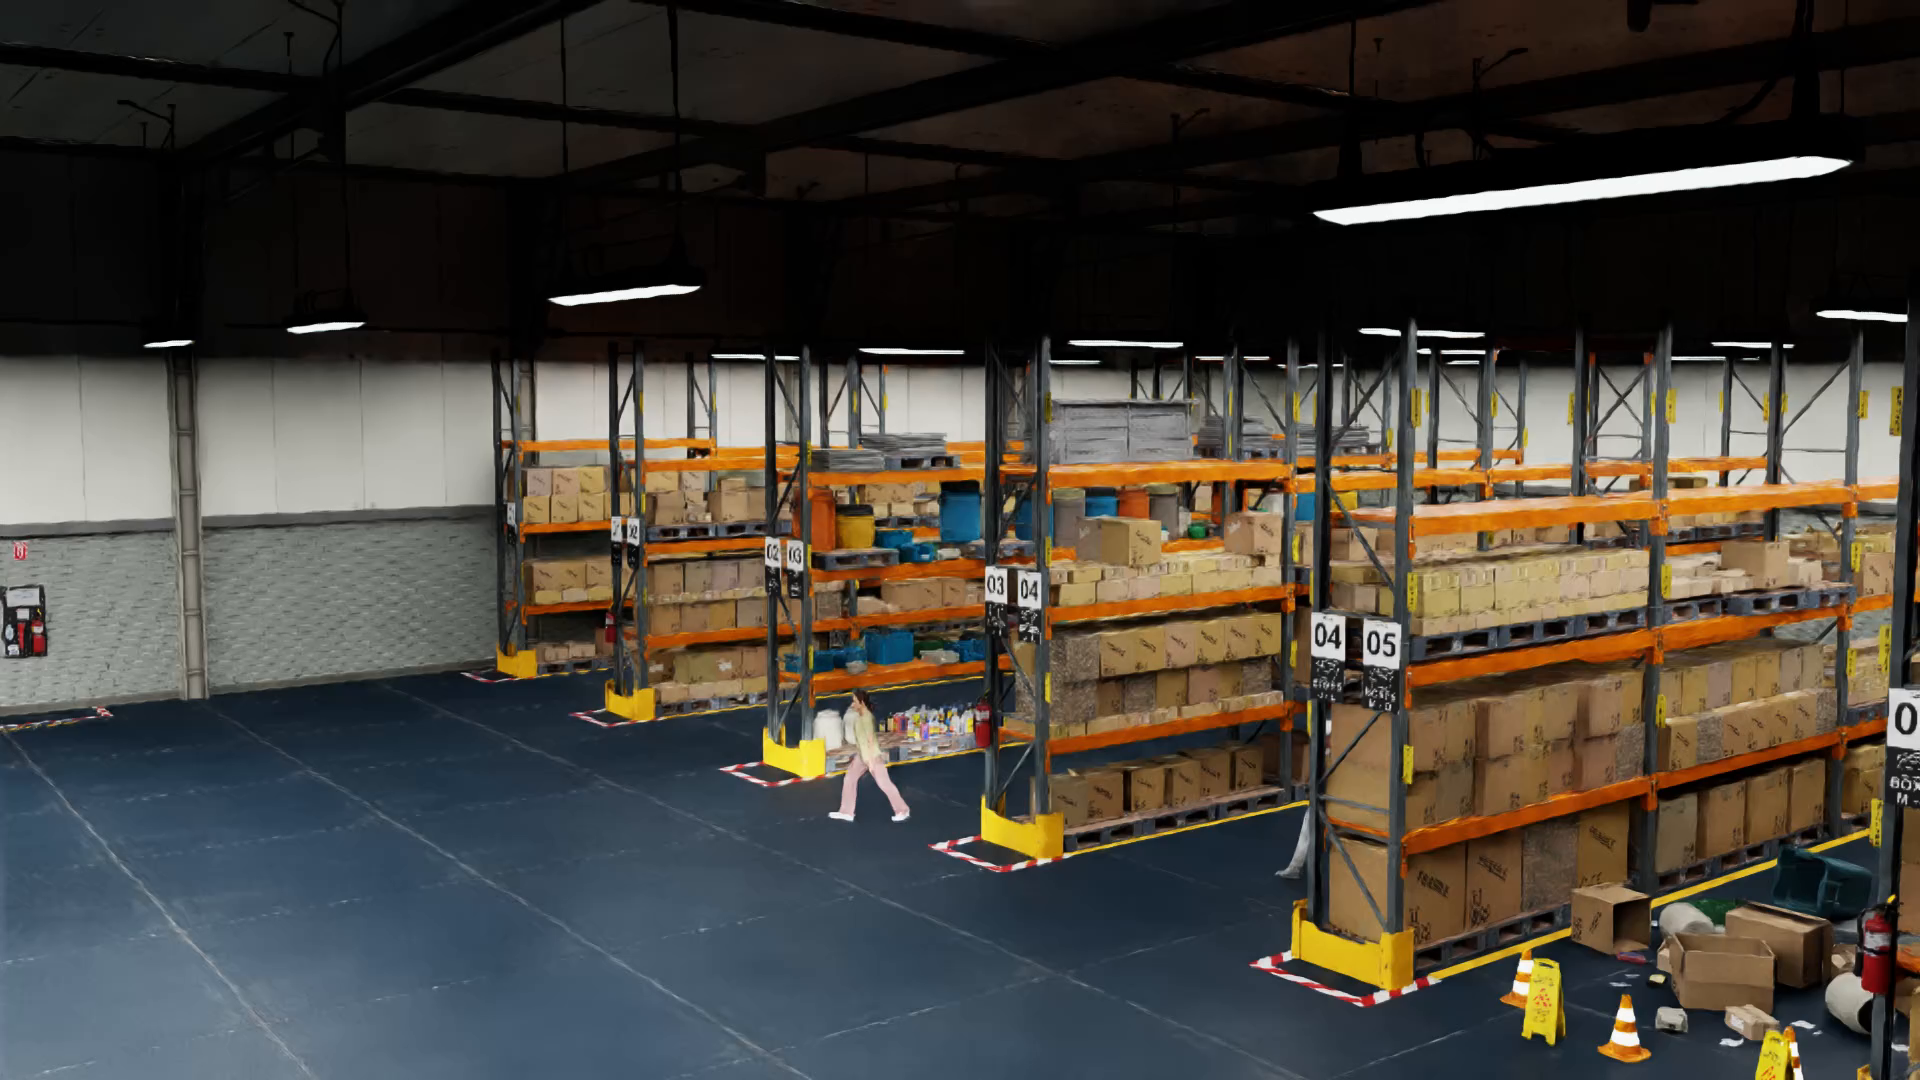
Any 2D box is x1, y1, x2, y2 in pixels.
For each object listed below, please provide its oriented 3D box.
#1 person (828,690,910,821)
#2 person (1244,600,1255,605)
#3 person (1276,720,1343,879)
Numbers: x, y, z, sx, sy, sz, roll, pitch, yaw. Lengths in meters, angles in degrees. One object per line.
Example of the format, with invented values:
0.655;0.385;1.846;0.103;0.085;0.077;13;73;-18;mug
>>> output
-1.086;2.605;20.036;0.958;1.607;0.487;-1;5;-15;person
5.900;1.405;33.517;1.097;1.585;0.449;-4;6;-38;person
3.868;2.754;17.588;1.021;1.712;0.540;-3;6;-28;person
